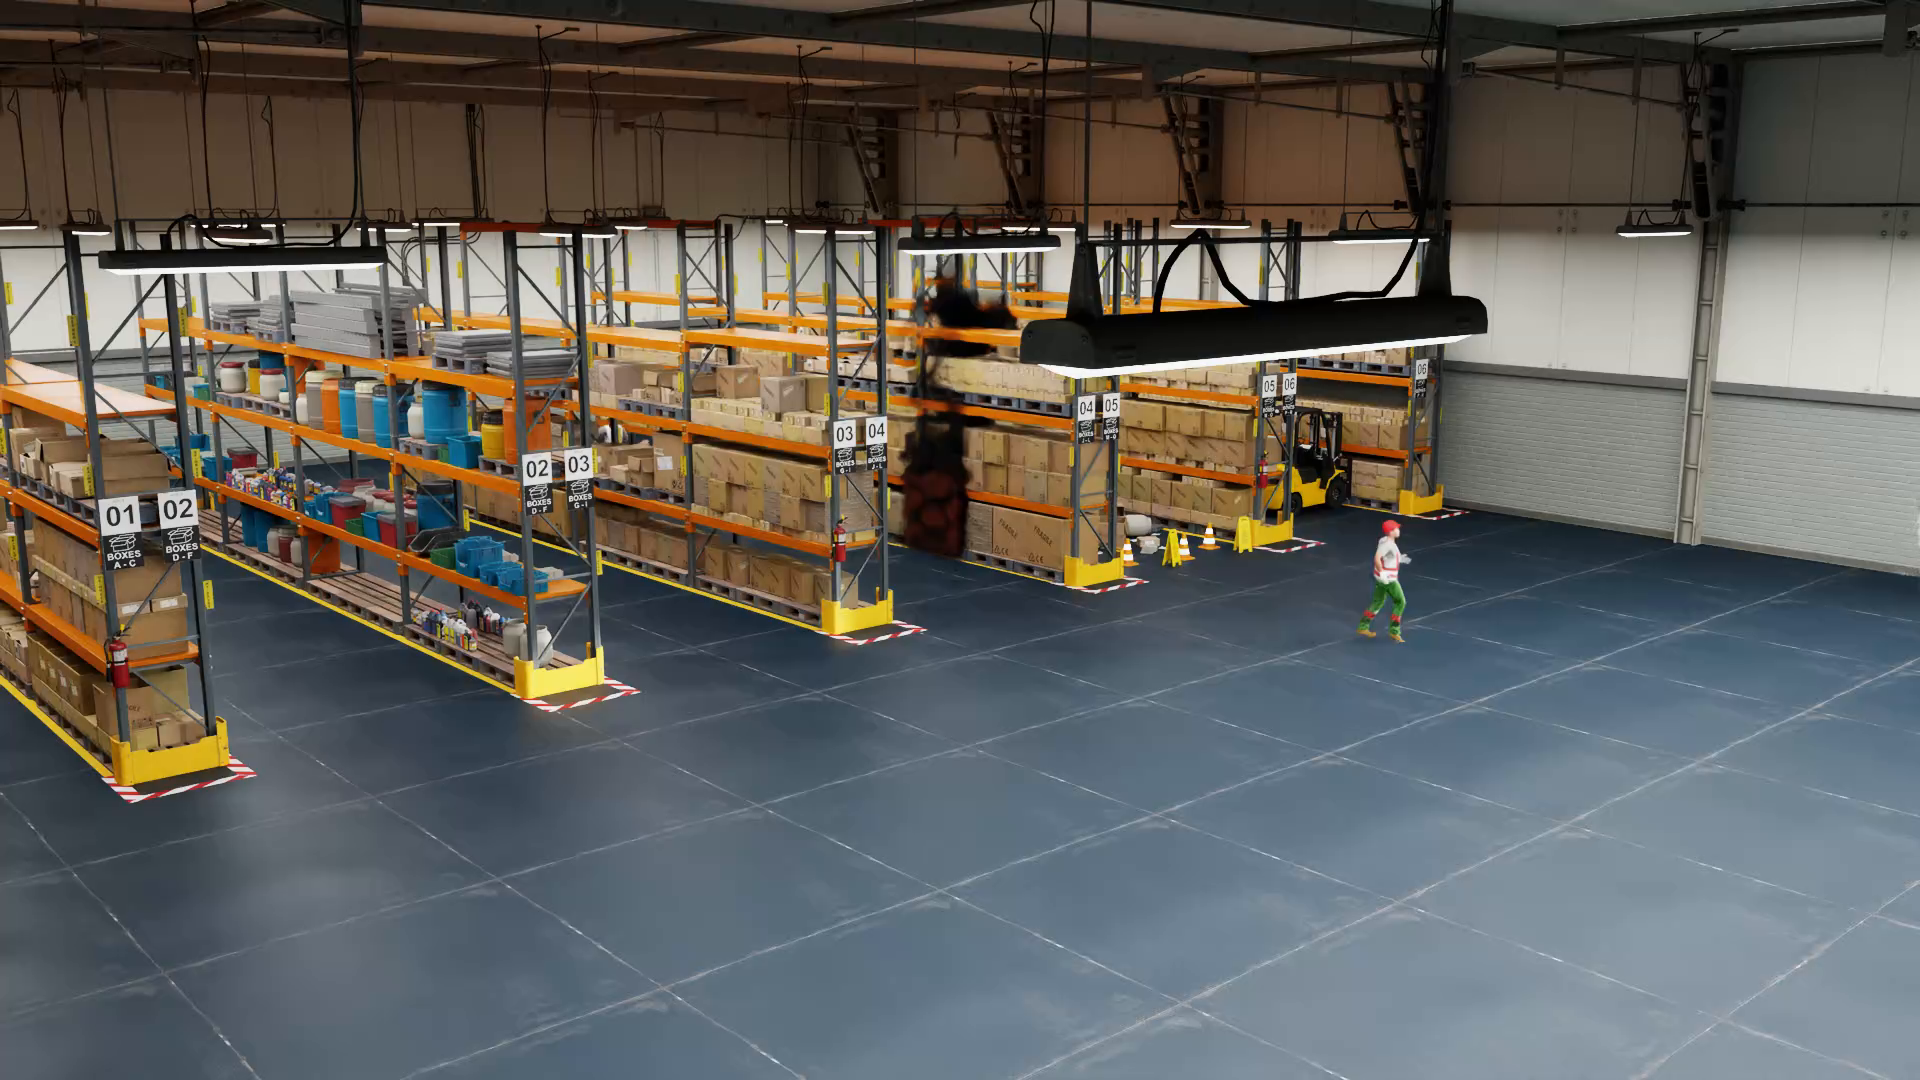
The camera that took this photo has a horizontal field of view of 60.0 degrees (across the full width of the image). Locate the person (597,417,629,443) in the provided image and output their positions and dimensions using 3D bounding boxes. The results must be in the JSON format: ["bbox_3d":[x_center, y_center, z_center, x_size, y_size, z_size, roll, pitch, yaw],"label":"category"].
[{"bbox_3d":[-7.623,-1.914,36.702,0.675,1.798,0.943,-10,15,-41],"label":"person"}]

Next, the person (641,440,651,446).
[{"bbox_3d":[-6.234,-1.153,33.249,0.683,1.707,0.628,9,14,36],"label":"person"}]

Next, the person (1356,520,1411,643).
[{"bbox_3d":[6.237,0.612,24.376,0.783,1.843,0.639,-1,11,-4],"label":"person"}]
